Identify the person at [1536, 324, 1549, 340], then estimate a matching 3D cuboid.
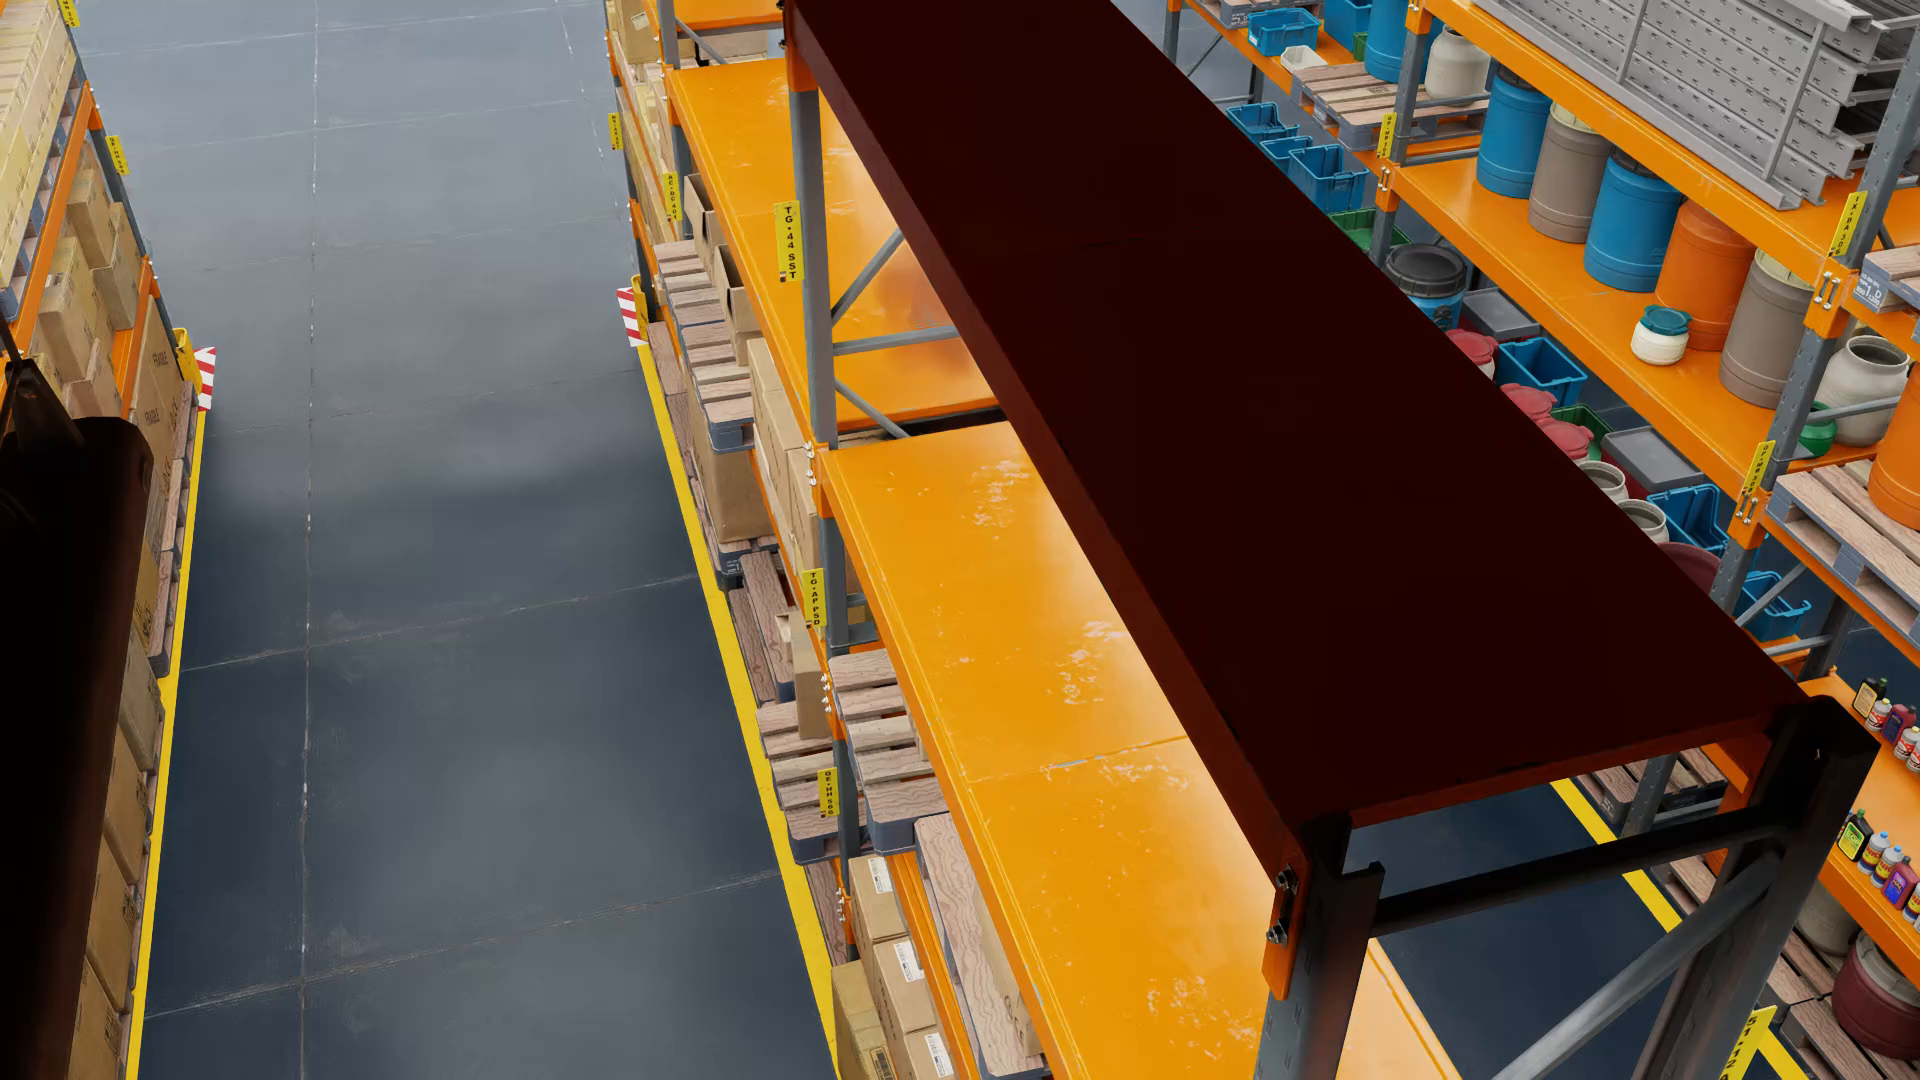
[{"bbox_3d":[4.843,-2.022,14.017,0.566,1.649,0.929,-8,39,-10],"label":"person"}]
